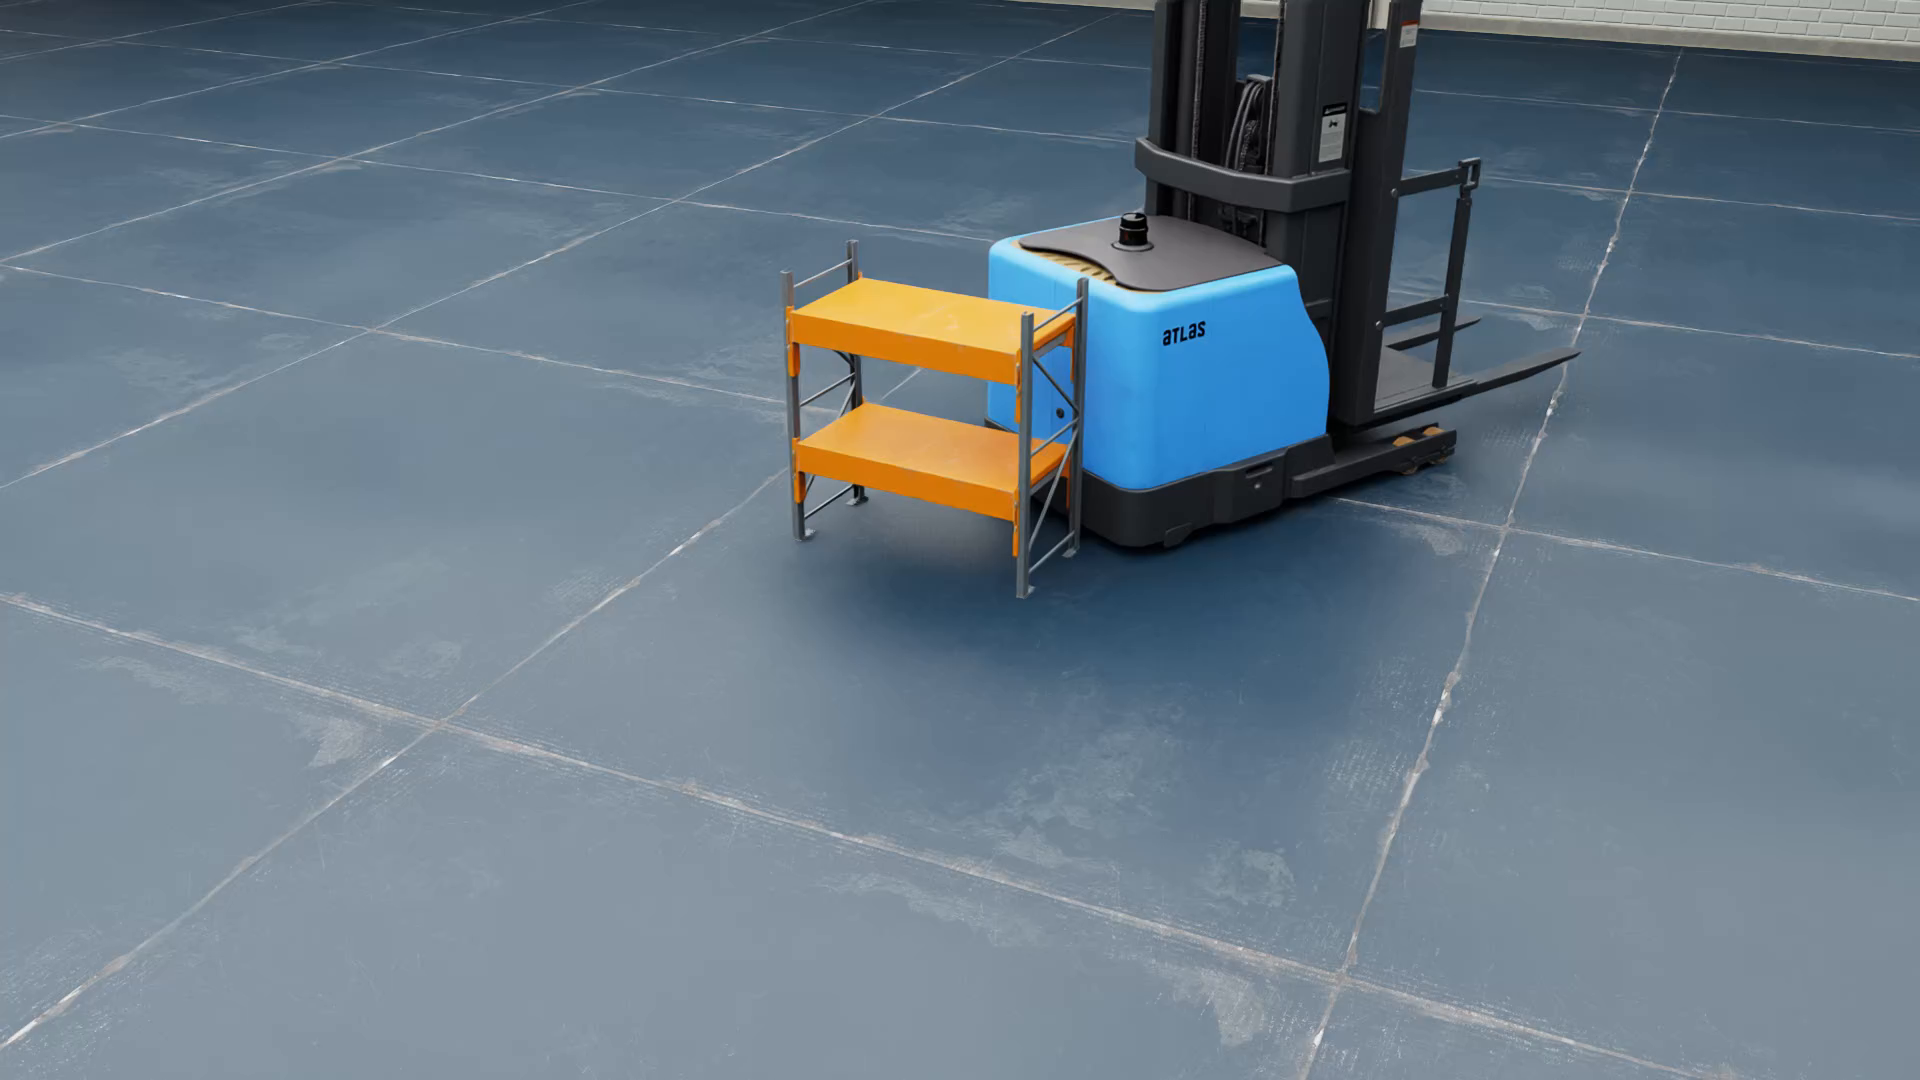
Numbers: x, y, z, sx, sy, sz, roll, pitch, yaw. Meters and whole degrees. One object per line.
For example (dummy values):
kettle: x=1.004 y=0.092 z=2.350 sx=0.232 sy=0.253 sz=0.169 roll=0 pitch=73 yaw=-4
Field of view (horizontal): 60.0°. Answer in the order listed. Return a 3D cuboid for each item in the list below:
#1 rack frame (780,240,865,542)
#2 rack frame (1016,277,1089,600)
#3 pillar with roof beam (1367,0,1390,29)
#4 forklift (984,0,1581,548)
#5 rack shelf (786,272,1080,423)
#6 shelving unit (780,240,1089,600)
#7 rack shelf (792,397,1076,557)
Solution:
rack frame: x=-0.542 y=-0.596 z=6.686 sx=0.032 sy=1.125 sz=0.500 roll=14 pitch=29 yaw=26
rack frame: x=0.347 y=-0.377 z=6.243 sx=0.032 sy=1.125 sz=0.500 roll=14 pitch=29 yaw=26
pillar with roof beam: x=2.835 y=-7.857 z=12.520 sx=0.400 sy=9.000 sz=9.100 roll=11 pitch=28 yaw=22
forklift: x=1.604 y=-1.776 z=7.040 sx=3.031 sy=2.935 sz=1.130 roll=-17 pitch=31 yaw=-31
rack shelf: x=-0.098 y=-0.749 z=6.335 sx=1.000 sy=0.278 sz=0.538 roll=14 pitch=29 yaw=26
shelving unit: x=-0.098 y=-0.486 z=6.464 sx=1.048 sy=1.125 sz=0.538 roll=14 pitch=29 yaw=26
rack shelf: x=-0.098 y=-0.267 z=6.572 sx=1.000 sy=0.278 sz=0.538 roll=14 pitch=29 yaw=26
